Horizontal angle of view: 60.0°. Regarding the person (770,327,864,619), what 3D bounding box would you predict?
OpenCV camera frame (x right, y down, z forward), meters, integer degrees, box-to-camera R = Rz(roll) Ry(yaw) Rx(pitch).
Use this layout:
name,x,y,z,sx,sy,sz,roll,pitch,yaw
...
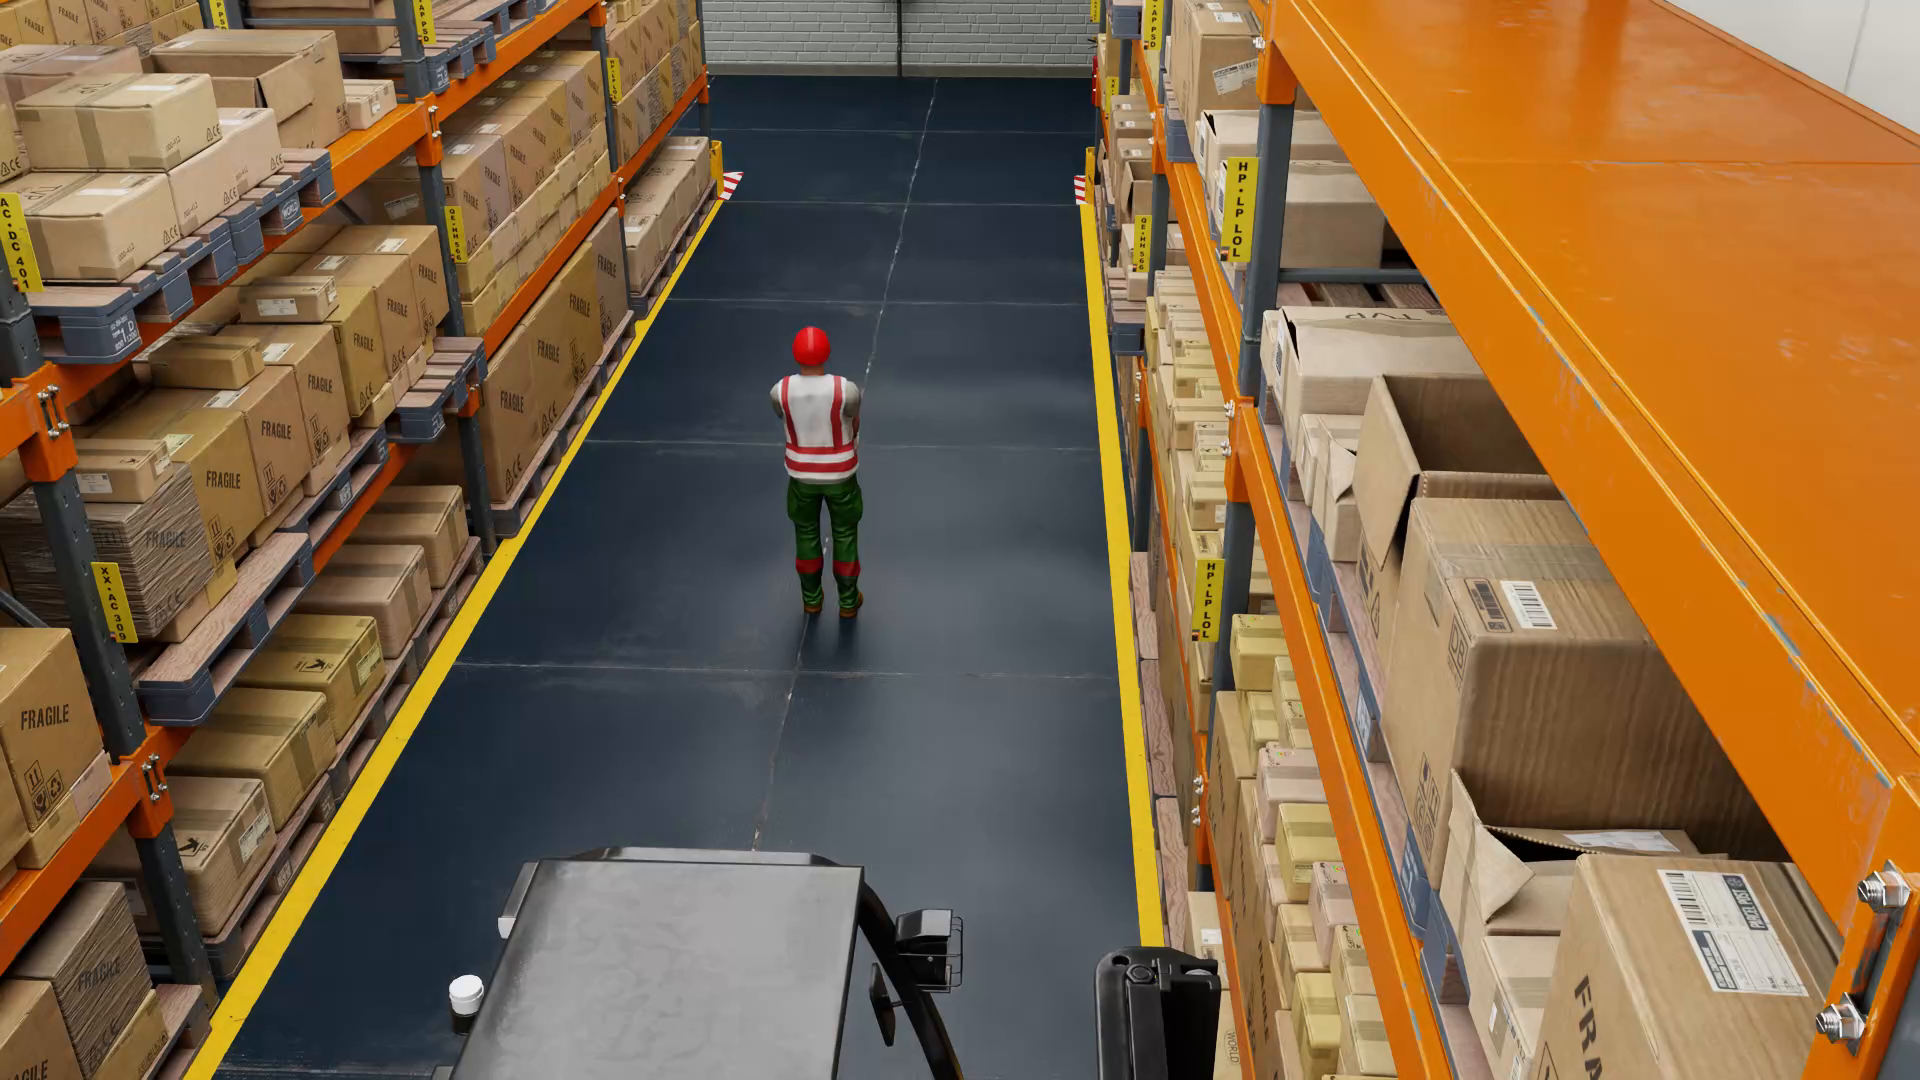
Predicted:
name,x,y,z,sx,sy,sz,roll,pitch,yaw
person,-0.781,-0.422,9.406,0.494,1.782,0.573,1,28,2
